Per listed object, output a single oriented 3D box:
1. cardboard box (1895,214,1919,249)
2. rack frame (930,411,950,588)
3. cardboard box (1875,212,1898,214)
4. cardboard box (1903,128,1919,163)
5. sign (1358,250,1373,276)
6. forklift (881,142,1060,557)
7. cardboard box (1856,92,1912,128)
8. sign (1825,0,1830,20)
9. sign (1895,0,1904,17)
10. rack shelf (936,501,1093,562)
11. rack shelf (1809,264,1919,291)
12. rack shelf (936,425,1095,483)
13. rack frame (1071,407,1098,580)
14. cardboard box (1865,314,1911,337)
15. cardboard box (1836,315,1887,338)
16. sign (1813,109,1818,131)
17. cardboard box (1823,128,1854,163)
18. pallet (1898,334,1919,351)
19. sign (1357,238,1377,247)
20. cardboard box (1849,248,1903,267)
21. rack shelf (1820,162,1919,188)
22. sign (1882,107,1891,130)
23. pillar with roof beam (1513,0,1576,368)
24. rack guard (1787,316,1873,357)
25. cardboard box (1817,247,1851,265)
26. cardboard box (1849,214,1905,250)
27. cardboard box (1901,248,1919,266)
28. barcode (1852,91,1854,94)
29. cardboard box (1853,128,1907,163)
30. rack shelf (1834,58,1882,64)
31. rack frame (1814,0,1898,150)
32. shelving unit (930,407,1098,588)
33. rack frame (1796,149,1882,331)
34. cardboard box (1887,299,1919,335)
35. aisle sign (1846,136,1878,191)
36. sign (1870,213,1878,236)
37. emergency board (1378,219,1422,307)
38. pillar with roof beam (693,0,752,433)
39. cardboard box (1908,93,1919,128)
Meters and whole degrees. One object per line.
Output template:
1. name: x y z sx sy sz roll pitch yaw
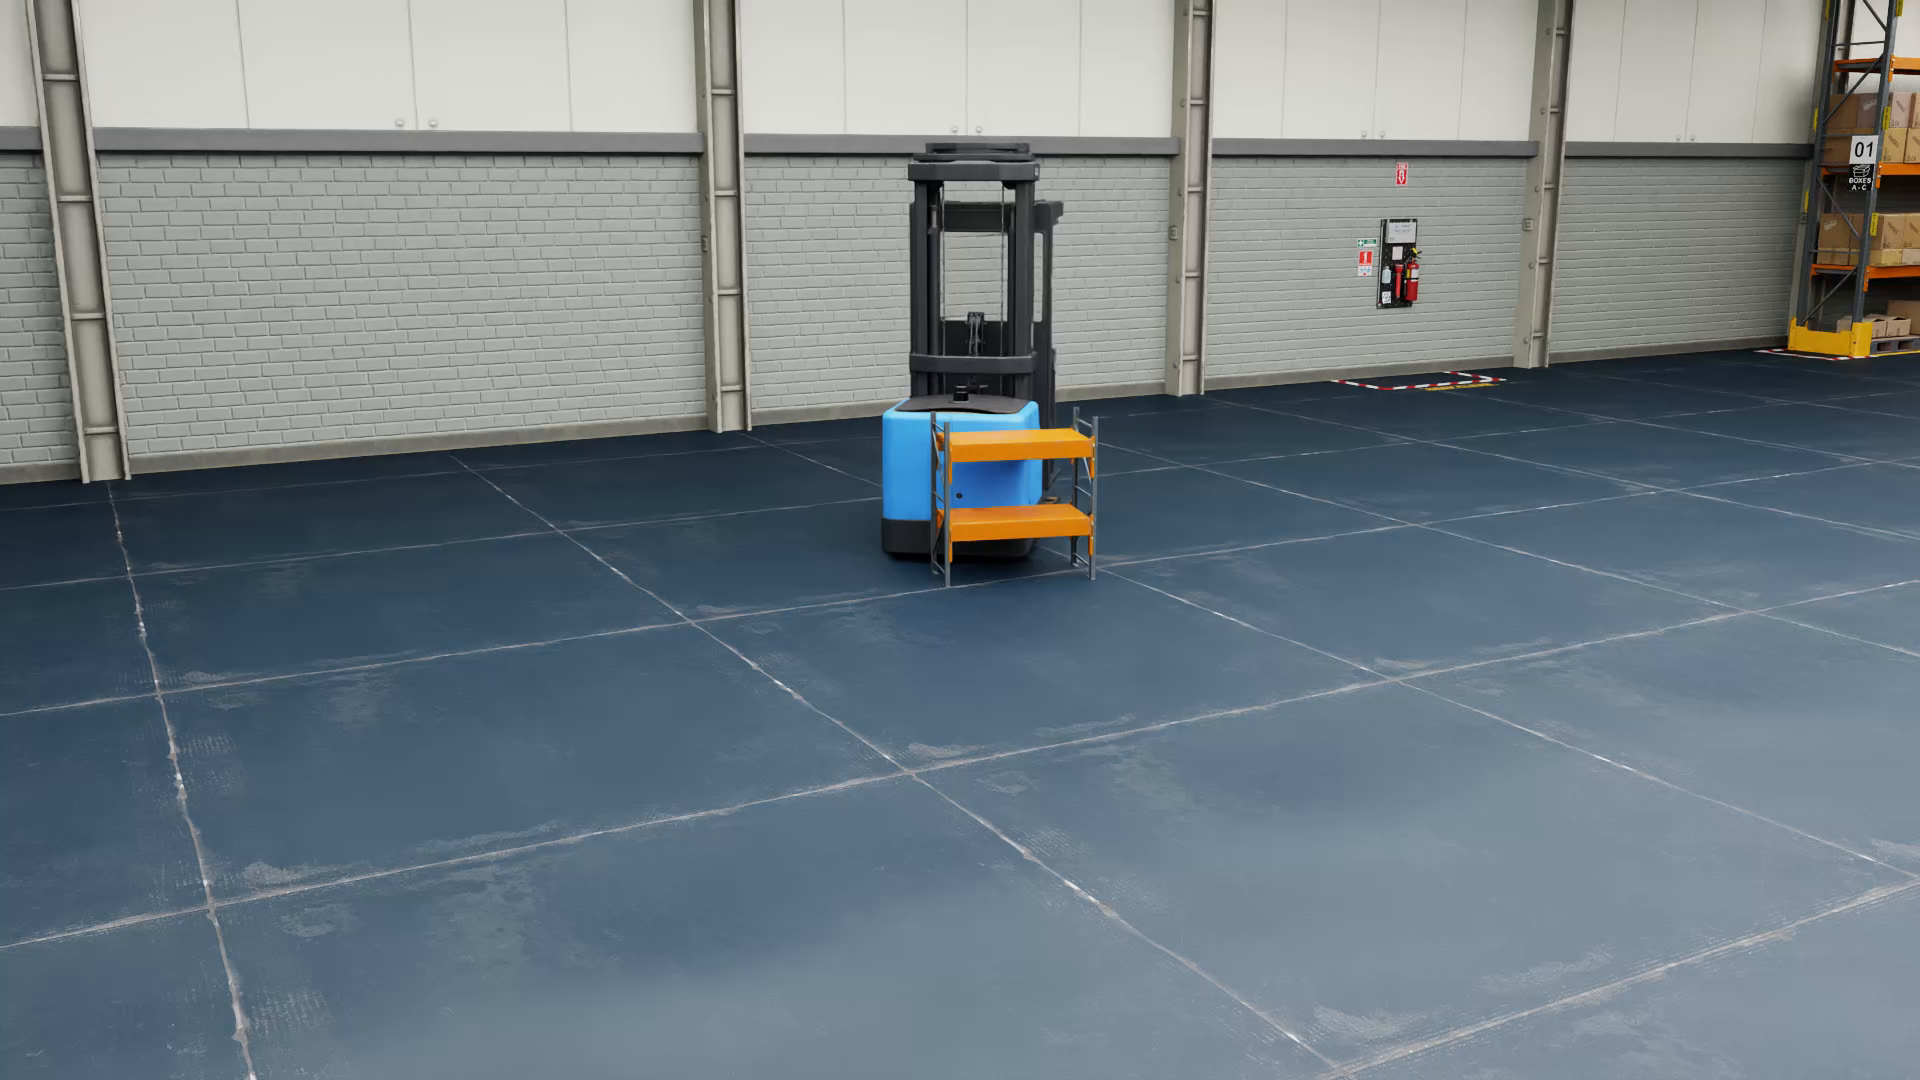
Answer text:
1. cardboard box: 14.122 -4.650 25.029 0.500 0.500 0.500 -7 14 -28
2. rack frame: -0.135 -0.280 11.290 0.032 1.125 0.500 -3 13 -12
3. cardboard box: 14.331 -4.805 25.715 0.500 0.500 0.500 -7 15 -29
4. cardboard box: 14.022 -5.864 24.729 0.500 0.500 0.500 -6 14 -24
5. sign: 5.332 -3.641 21.875 0.234 0.329 0.001 -7 14 -28
6. forklift: 0.205 -1.584 12.971 1.130 2.935 3.031 2 13 10
7. cardboard box: 13.575 -6.309 24.429 0.500 0.500 0.500 -8 15 -32
8. sign: 12.872 -7.874 24.615 0.005 0.325 0.100 -7 14 -28
9. sign: 13.380 -7.622 23.674 0.005 0.325 0.100 -7 14 -28
10. rack shelf: 0.362 -0.065 11.449 1.000 0.278 0.538 -3 13 -12
11. rack shelf: 14.876 -4.165 25.923 4.000 0.370 1.077 -7 14 -28
12. rack shelf: 0.362 -0.589 11.331 1.000 0.278 0.538 -3 13 -12
13. rack frame: 0.858 -0.327 11.501 0.032 1.125 0.500 -3 13 -12
14. cardboard box: 14.271 -3.324 25.668 0.500 0.311 0.500 -6 14 -23
15. cardboard box: 13.771 -3.264 25.402 0.500 0.311 0.500 -9 15 -34
16. sign: 12.872 -6.310 24.967 0.005 0.325 0.100 -7 14 -28
17. cardboard box: 13.365 -5.920 24.978 0.500 0.500 0.500 -6 14 -24
18. pallet: 14.987 -3.159 26.166 1.213 0.211 1.003 -7 14 -28
19. sign: 5.340 -3.898 21.812 0.331 0.109 0.001 -7 14 -28
20. cardboard box: 13.701 -4.232 24.879 0.500 0.250 0.500 -7 15 -29
21. rack shelf: 14.876 -5.628 25.593 4.000 0.370 1.077 -7 14 -28
22. sign: 13.381 -6.091 24.019 0.005 0.325 0.100 -7 14 -28
23. pillar with roof beam: 10.117 -6.012 18.827 0.400 9.000 9.100 -7 14 -28
24. rack guard: 13.187 -3.094 25.219 0.348 0.500 1.175 -7 14 -28
25. cardboard box: 13.438 -4.329 25.307 0.500 0.250 0.500 -7 14 -27
26. cardboard box: 13.683 -4.600 24.806 0.500 0.500 0.500 -7 14 -28
27. cardboard box: 14.150 -4.290 25.134 0.500 0.250 0.500 -7 15 -30
28. barcode: 13.504 -6.769 25.153 0.075 0.075 0.001 -7 14 -28
29. cardboard box: 13.534 -5.814 24.508 0.500 0.500 0.500 -6 14 -26
30. rack shelf: 14.876 -7.220 25.235 3.809 0.052 0.919 -7 14 -28
31. rack frame: 13.120 -7.232 24.250 0.127 3.000 1.000 -7 14 -28
32. shelving unit: 0.362 -0.303 11.395 1.048 1.125 0.538 -3 13 -12
33. rack frame: 13.120 -4.306 24.909 0.127 3.000 1.000 -7 14 -28
34. cardboard box: 14.939 -3.484 25.948 0.500 0.500 0.700 -8 15 -31
35. aisle sign: 13.201 -5.508 24.333 0.004 0.787 0.394 -7 14 -28
36. sign: 13.381 -4.623 24.349 0.005 0.325 0.100 -7 14 -28
37. emergency board: 5.870 -3.662 22.050 0.636 1.158 0.192 -7 14 -28
38. pillar with roof beam: -0.416 -4.749 13.217 0.400 9.000 9.100 -7 14 -28
39. cardboard box: 14.039 -6.352 24.620 0.500 0.500 0.500 -7 14 -29
